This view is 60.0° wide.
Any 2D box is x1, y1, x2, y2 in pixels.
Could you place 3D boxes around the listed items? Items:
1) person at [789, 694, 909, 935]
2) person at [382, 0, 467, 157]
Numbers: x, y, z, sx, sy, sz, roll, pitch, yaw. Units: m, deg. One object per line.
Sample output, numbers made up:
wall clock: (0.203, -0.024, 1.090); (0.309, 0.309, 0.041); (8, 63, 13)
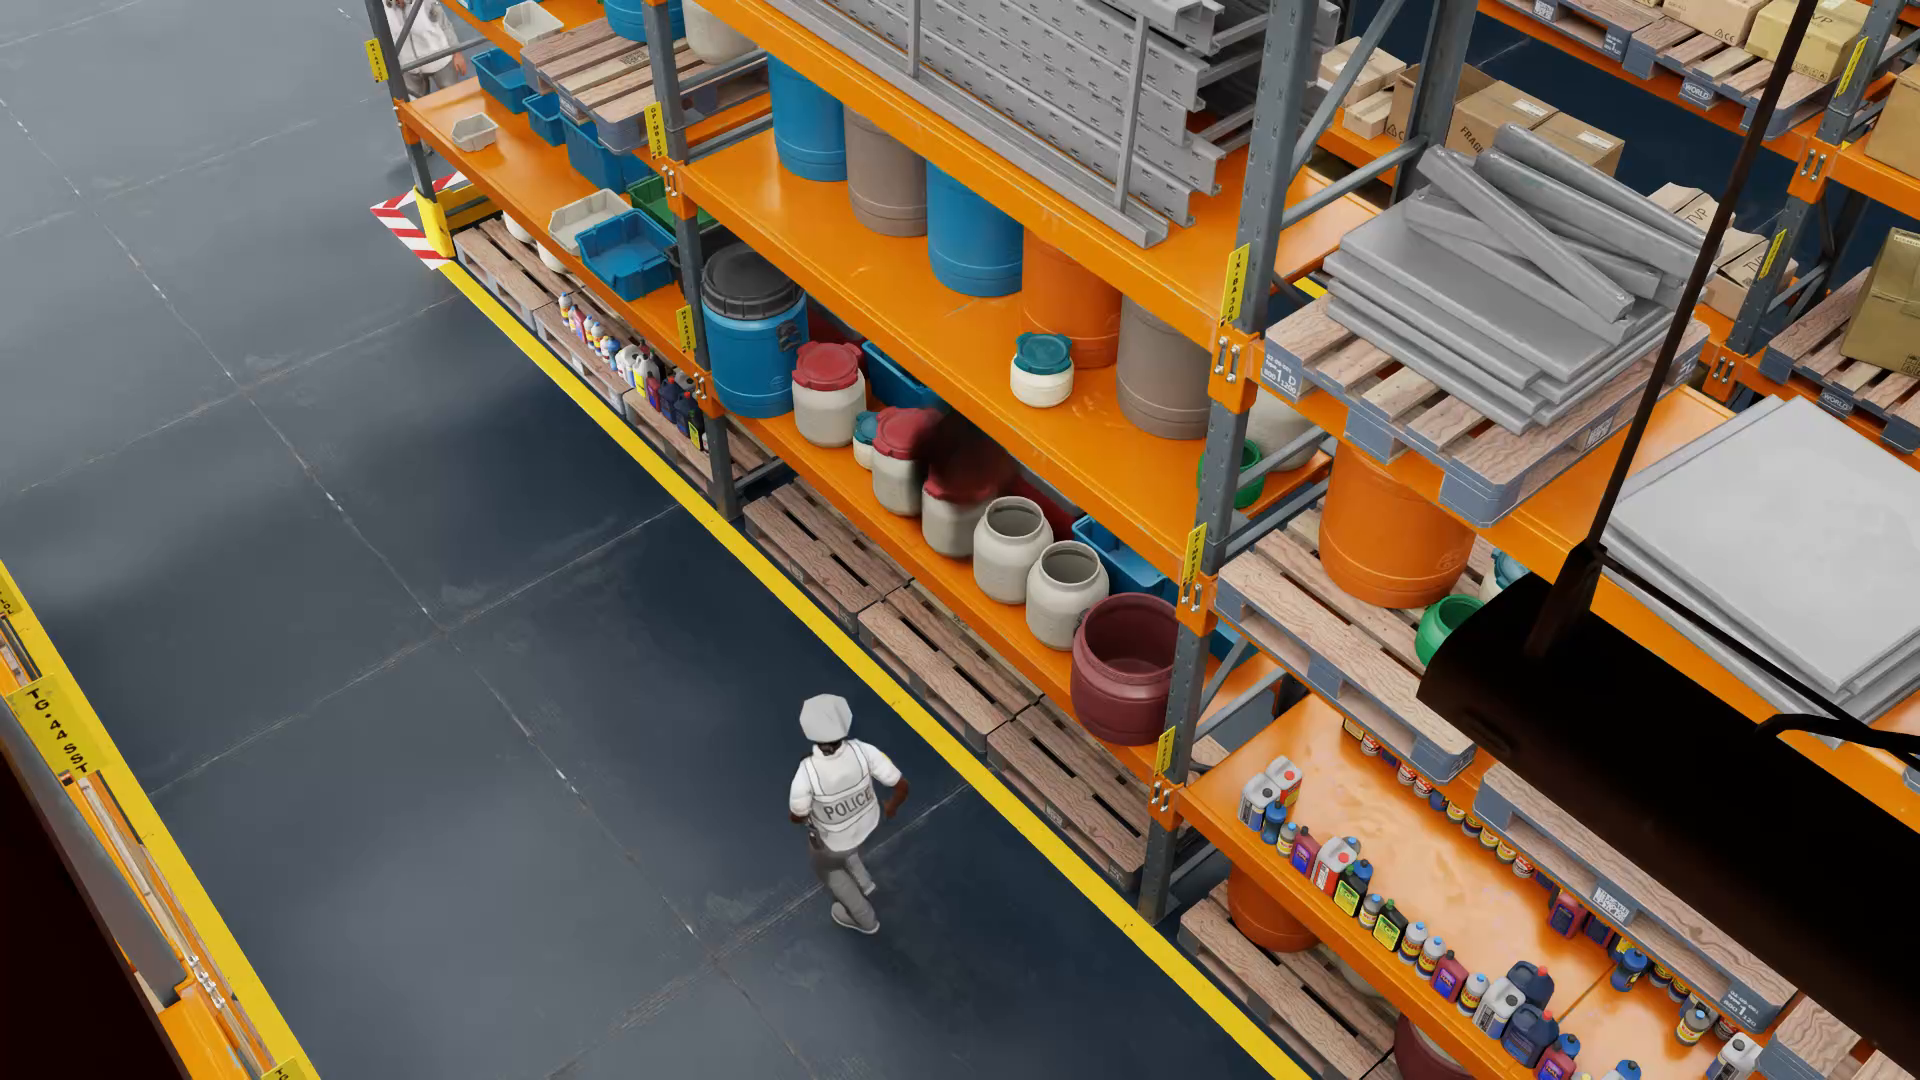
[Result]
person: (-0.605, 1.430, 8.311); (0.595, 1.659, 0.464); (27, 52, 24)
person: (-4.298, -3.825, 13.425); (0.674, 1.814, 0.474); (1, 46, 1)
